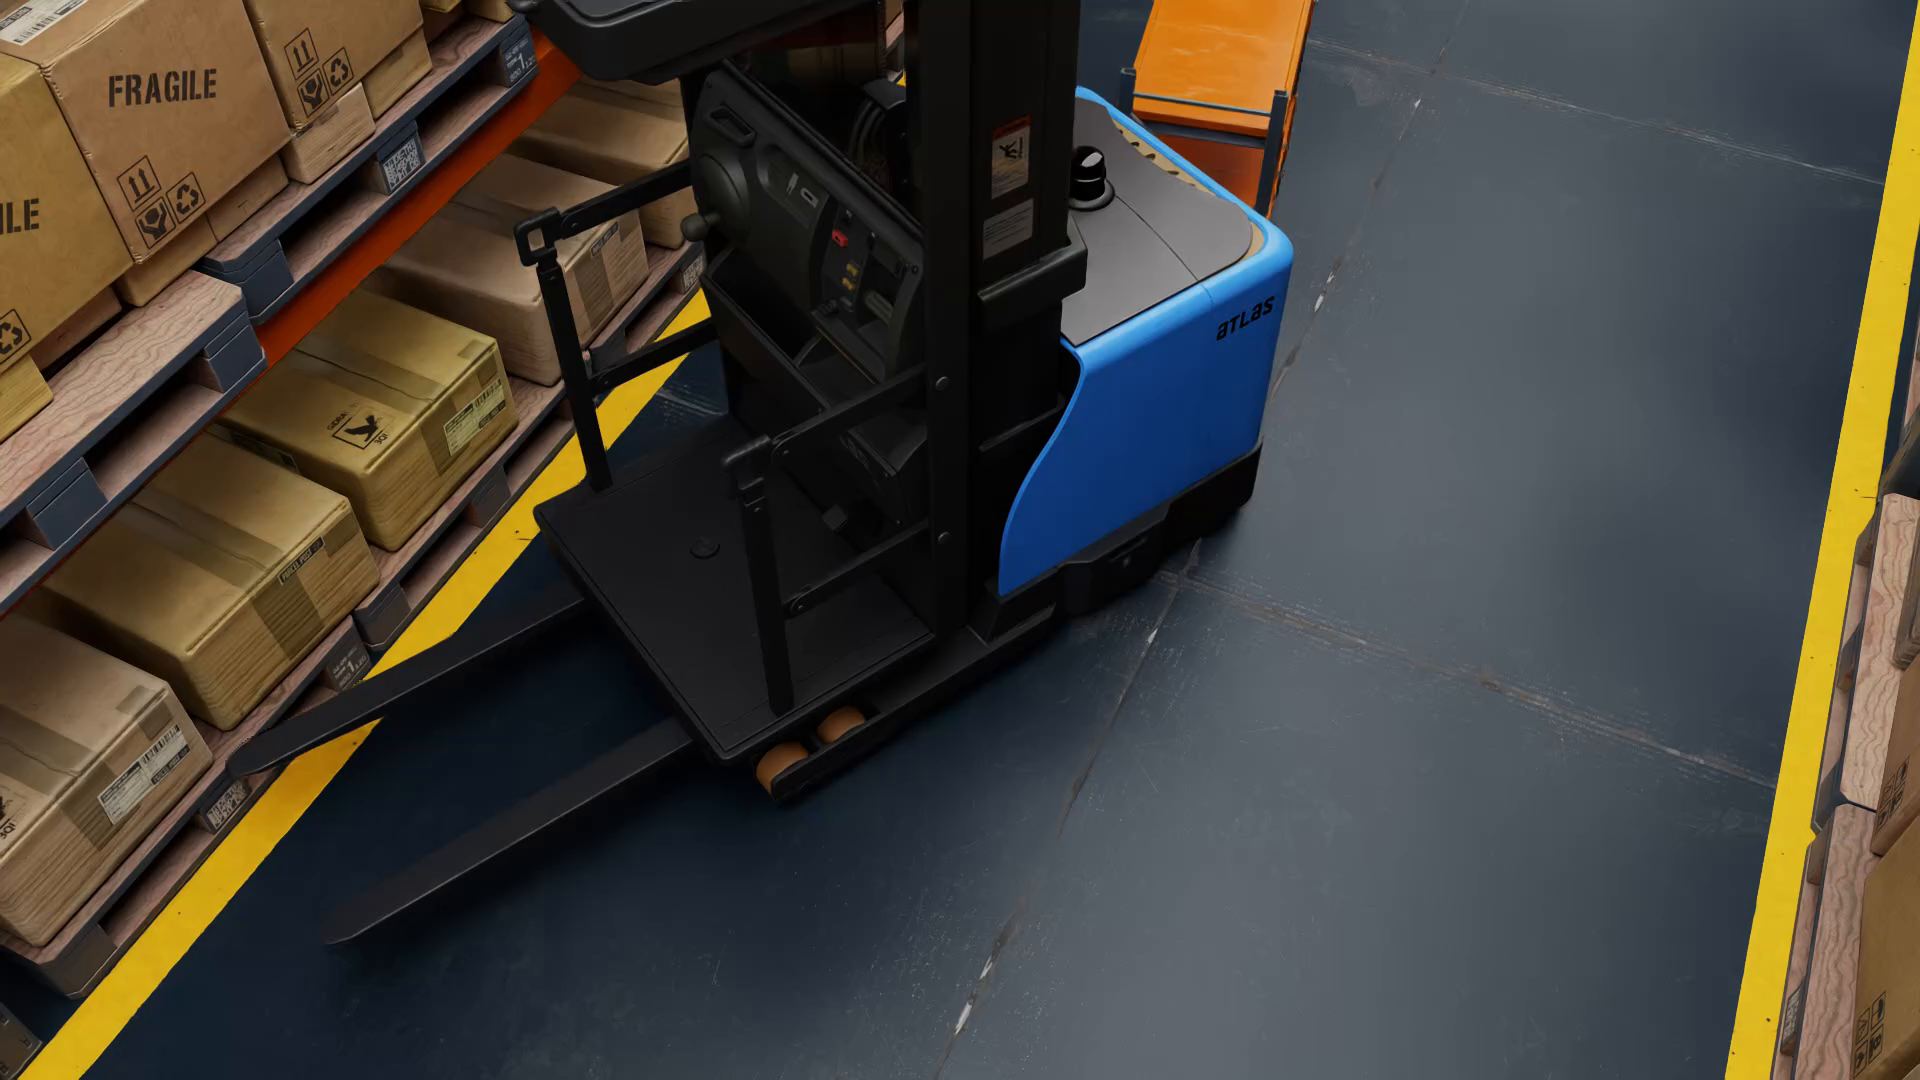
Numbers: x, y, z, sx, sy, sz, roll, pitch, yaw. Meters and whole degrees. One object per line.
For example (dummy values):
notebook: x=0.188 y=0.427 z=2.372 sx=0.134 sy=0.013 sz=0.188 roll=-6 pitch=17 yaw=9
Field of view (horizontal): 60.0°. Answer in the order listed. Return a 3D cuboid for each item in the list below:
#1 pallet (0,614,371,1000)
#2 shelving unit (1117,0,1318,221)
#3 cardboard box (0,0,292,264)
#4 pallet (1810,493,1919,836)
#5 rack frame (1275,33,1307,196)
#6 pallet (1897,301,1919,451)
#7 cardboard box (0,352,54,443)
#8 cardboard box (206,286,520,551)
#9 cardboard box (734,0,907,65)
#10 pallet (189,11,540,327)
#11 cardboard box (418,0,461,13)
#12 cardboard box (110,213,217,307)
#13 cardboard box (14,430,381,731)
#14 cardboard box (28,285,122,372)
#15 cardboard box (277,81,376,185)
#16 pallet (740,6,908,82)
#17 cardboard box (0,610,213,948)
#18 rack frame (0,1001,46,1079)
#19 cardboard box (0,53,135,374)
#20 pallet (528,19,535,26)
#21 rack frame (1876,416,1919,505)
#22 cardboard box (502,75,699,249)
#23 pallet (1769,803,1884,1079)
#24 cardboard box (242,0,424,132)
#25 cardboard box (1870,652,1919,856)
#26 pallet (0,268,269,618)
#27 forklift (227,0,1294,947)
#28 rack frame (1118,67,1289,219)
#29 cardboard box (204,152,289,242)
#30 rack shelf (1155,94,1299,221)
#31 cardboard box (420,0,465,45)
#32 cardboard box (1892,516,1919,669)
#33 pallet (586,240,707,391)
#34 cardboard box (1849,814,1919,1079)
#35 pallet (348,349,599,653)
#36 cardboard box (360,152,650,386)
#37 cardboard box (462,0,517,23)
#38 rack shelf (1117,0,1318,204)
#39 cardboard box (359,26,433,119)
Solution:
pallet: x=-2.443 y=0.542 z=4.650 sx=1.003 sy=0.211 sz=1.213 roll=20 pitch=52 yaw=16
shelving unit: x=0.852 y=-1.368 z=5.676 sx=0.538 sy=1.125 sz=1.048 roll=11 pitch=51 yaw=9
cardboard box: x=-1.877 y=-1.000 z=3.595 sx=0.500 sy=0.500 sz=0.500 roll=20 pitch=52 yaw=16
pallet: x=3.037 y=0.491 z=4.694 sx=1.003 sy=0.211 sz=1.213 roll=20 pitch=52 yaw=16
rack frame: x=0.979 y=-1.743 z=5.995 sx=0.500 sy=1.125 sz=0.032 roll=11 pitch=51 yaw=9
pallet: x=3.778 y=-0.565 z=5.592 sx=1.003 sy=0.211 sz=1.213 roll=20 pitch=52 yaw=16
cardboard box: x=-2.137 y=-0.327 z=3.448 sx=0.380 sy=0.149 sz=0.250 roll=21 pitch=53 yaw=17
cardboard box: x=-1.953 y=-0.447 z=5.110 sx=0.950 sy=0.372 sz=0.625 roll=21 pitch=53 yaw=17
cardboard box: x=-0.695 y=-2.476 z=6.506 sx=0.875 sy=0.875 sz=0.875 roll=19 pitch=52 yaw=16
pallet: x=-1.874 y=-1.141 z=4.377 sx=1.003 sy=0.211 sz=1.213 roll=20 pitch=52 yaw=16
cardboard box: x=-1.433 y=-1.733 z=4.219 sx=0.500 sy=0.500 sz=0.500 roll=17 pitch=52 yaw=14
cardboard box: x=-1.938 y=-0.710 z=3.774 sx=0.380 sy=0.149 sz=0.250 roll=21 pitch=53 yaw=17
cardboard box: x=-2.248 y=0.032 z=4.703 sx=0.950 sy=0.372 sz=0.625 roll=23 pitch=53 yaw=18
cardboard box: x=-2.086 y=-0.547 z=3.635 sx=0.380 sy=0.149 sz=0.250 roll=23 pitch=53 yaw=18
cardboard box: x=-1.670 y=-1.046 z=4.060 sx=0.380 sy=0.149 sz=0.250 roll=22 pitch=53 yaw=17
pallet: x=-0.660 y=-2.194 z=6.978 sx=1.003 sy=0.211 sz=1.213 roll=20 pitch=52 yaw=16
cardboard box: x=-2.552 y=0.529 z=4.280 sx=0.950 sy=0.372 sz=0.625 roll=20 pitch=53 yaw=17
rack frame: x=-2.774 y=0.175 z=3.132 sx=1.000 sy=3.000 sz=0.127 roll=20 pitch=52 yaw=16
cardboard box: x=-2.101 y=-0.665 z=3.309 sx=0.500 sy=0.500 sz=0.500 roll=20 pitch=52 yaw=16
pallet: x=-1.273 y=-1.992 z=5.101 sx=1.213 sy=0.211 sz=1.003 roll=20 pitch=52 yaw=16
rack frame: x=3.424 y=-0.967 z=4.103 sx=1.000 sy=3.000 sz=0.127 roll=20 pitch=52 yaw=16
cardboard box: x=-1.315 y=-1.478 z=5.988 sx=0.950 sy=0.372 sz=0.625 roll=17 pitch=52 yaw=14
pallet: x=2.515 y=1.328 z=3.981 sx=1.003 sy=0.211 sz=1.213 roll=20 pitch=52 yaw=16
cardboard box: x=-1.668 y=-1.358 z=3.899 sx=0.500 sy=0.500 sz=0.500 roll=18 pitch=52 yaw=15
cardboard box: x=2.874 y=0.544 z=4.101 sx=0.875 sy=0.625 sz=0.625 roll=21 pitch=53 yaw=17
pallet: x=-2.316 y=-0.242 z=3.612 sx=1.003 sy=0.211 sz=1.213 roll=20 pitch=52 yaw=16
forklift: x=-0.551 y=-0.693 z=3.915 sx=3.031 sy=2.935 sz=1.130 roll=-30 pitch=56 yaw=-23
rack frame: x=0.725 y=-0.993 z=5.357 sx=0.500 sy=1.125 sz=0.032 roll=11 pitch=51 yaw=9
cardboard box: x=-1.831 y=-0.880 z=3.918 sx=0.380 sy=0.149 sz=0.250 roll=20 pitch=53 yaw=16
rack shelf: x=0.852 y=-1.210 z=5.862 sx=0.538 sy=0.278 sz=1.000 roll=11 pitch=51 yaw=9
cardboard box: x=-1.550 y=-1.439 z=4.394 sx=0.380 sy=0.149 sz=0.250 roll=20 pitch=53 yaw=16
cardboard box: x=3.146 y=0.092 z=4.486 sx=0.875 sy=0.625 sz=0.625 roll=21 pitch=53 yaw=17
pallet: x=-1.400 y=-1.138 z=6.080 sx=1.003 sy=0.211 sz=1.213 roll=20 pitch=52 yaw=16
cardboard box: x=2.586 y=1.008 z=3.706 sx=0.875 sy=0.625 sz=0.625 roll=18 pitch=52 yaw=15
pallet: x=-1.923 y=-0.301 z=5.368 sx=1.003 sy=0.211 sz=1.213 roll=20 pitch=52 yaw=16
cardboard box: x=-1.623 y=-0.967 z=5.553 sx=0.950 sy=0.372 sz=0.625 roll=19 pitch=52 yaw=15
cardboard box: x=-1.328 y=-1.571 z=4.506 sx=0.380 sy=0.149 sz=0.250 roll=21 pitch=53 yaw=17
rack shelf: x=0.852 y=-1.558 z=5.453 sx=0.538 sy=0.278 sz=1.000 roll=11 pitch=51 yaw=9
cardboard box: x=-1.583 y=-1.239 z=4.224 sx=0.380 sy=0.149 sz=0.250 roll=18 pitch=52 yaw=15
